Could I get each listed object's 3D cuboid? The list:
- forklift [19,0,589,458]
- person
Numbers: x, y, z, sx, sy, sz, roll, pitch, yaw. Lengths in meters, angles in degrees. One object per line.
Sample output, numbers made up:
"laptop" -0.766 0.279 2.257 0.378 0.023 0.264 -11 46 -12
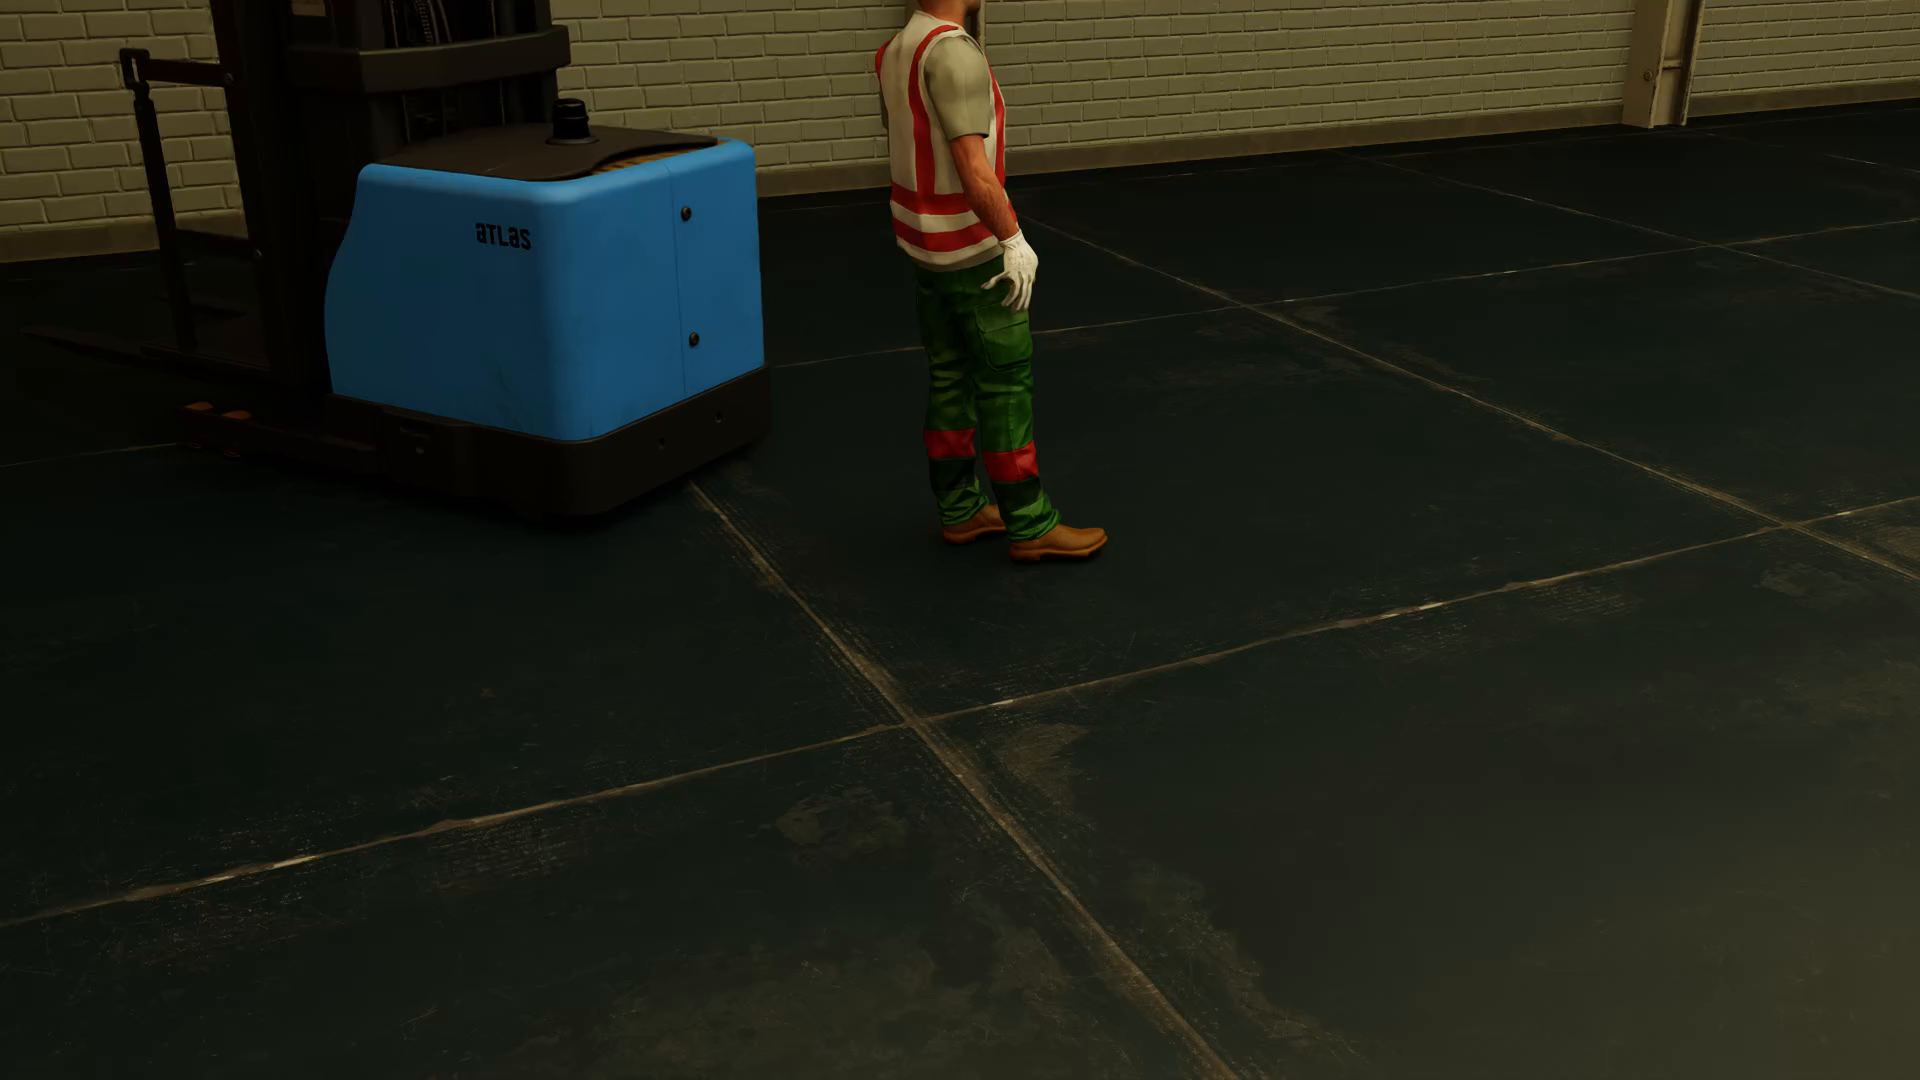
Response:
"forklift" -2.200 -1.802 5.625 3.031 2.935 1.121 12 25 27
"person" 0.015 -0.832 4.755 0.420 1.691 0.638 -10 25 -23
